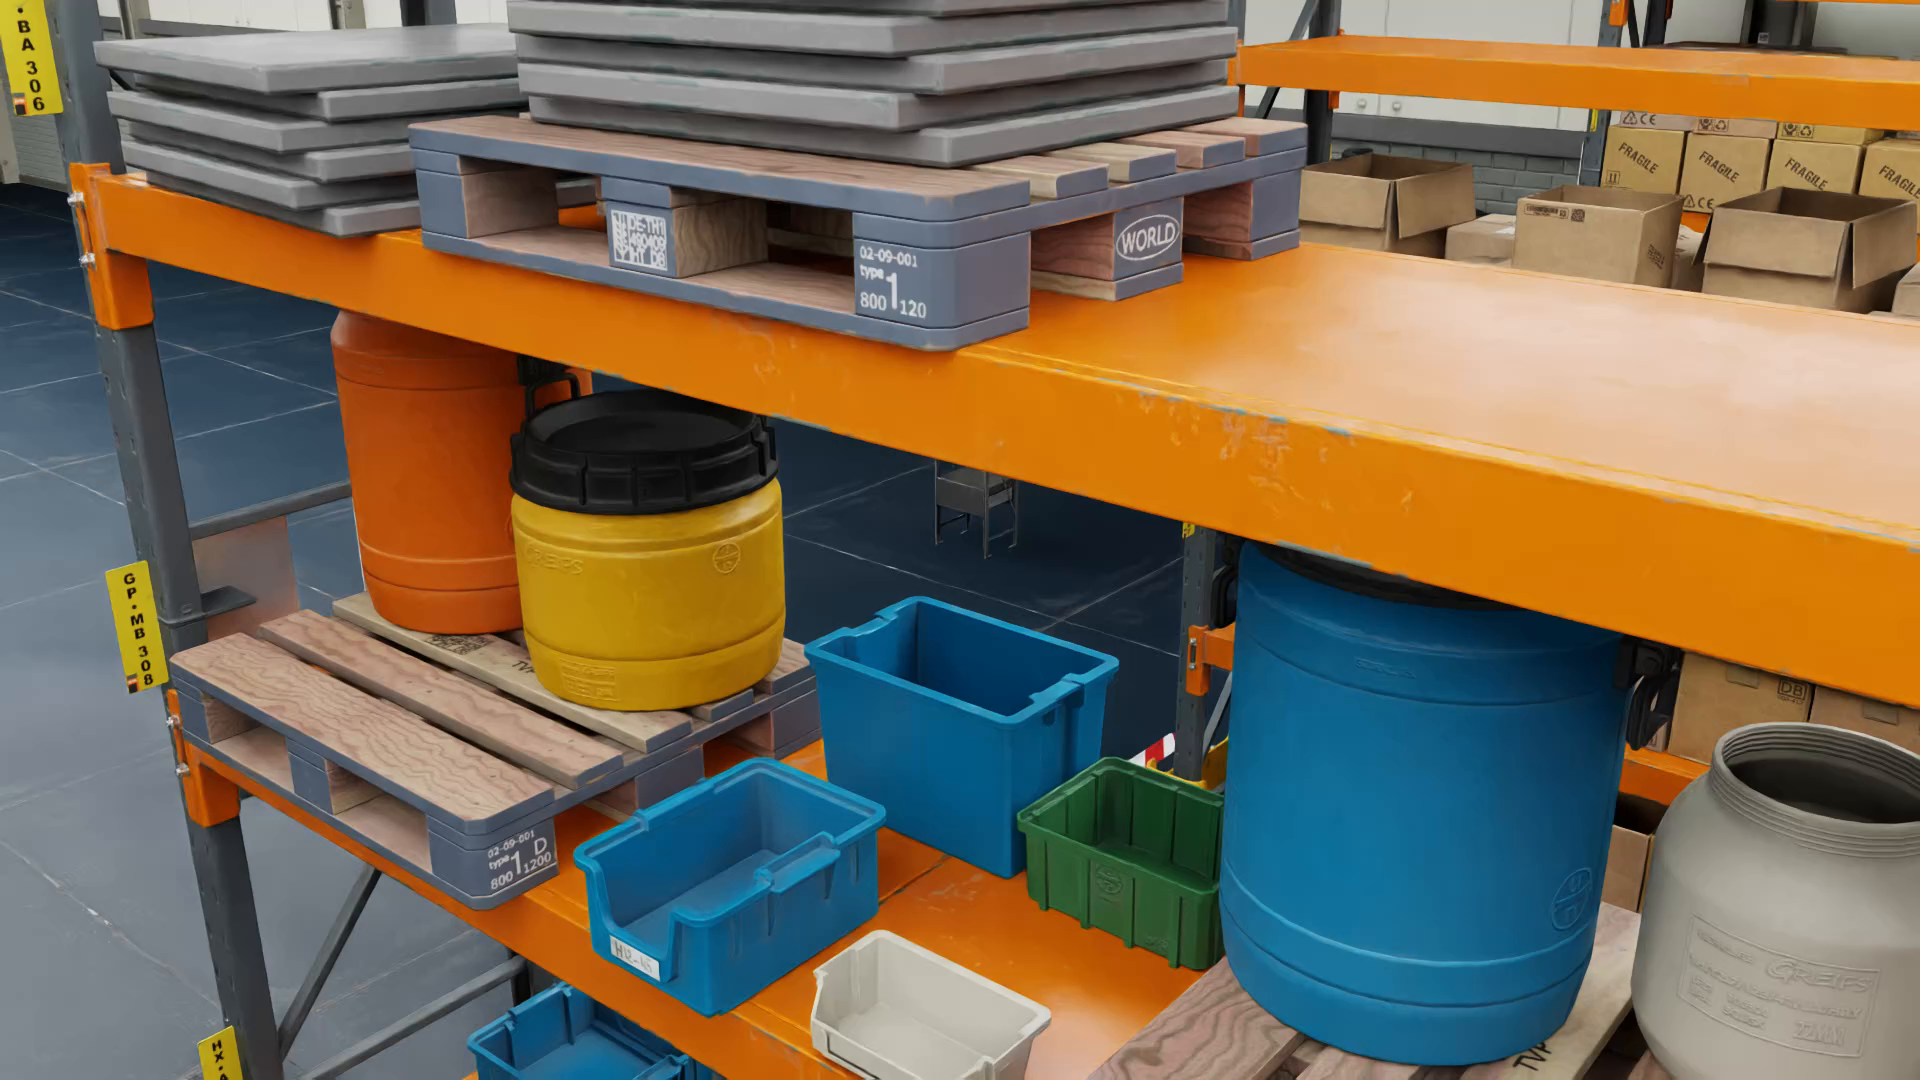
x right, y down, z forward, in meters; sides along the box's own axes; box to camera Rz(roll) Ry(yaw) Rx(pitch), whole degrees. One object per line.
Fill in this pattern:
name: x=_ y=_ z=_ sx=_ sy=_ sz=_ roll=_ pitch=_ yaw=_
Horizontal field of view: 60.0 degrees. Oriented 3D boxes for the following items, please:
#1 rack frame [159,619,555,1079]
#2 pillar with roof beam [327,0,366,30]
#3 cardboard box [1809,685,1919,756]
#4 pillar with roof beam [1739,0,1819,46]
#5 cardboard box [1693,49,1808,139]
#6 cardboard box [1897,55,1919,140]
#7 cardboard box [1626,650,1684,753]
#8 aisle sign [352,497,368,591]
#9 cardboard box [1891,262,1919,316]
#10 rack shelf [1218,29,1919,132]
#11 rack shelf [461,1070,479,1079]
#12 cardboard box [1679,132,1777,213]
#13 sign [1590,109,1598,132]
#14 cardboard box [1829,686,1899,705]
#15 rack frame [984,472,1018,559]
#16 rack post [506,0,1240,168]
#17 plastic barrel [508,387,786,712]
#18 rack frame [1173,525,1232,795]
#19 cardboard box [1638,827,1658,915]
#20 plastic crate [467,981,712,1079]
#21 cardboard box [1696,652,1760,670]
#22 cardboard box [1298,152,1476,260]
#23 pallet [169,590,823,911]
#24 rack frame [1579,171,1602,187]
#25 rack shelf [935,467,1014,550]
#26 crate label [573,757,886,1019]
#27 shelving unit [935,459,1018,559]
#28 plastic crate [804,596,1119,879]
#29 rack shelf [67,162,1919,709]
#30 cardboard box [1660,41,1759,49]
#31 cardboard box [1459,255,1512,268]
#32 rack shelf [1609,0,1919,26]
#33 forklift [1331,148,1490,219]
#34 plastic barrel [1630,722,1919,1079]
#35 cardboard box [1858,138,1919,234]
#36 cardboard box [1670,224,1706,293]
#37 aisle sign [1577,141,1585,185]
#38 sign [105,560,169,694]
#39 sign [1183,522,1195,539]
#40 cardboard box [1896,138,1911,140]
rack frame: x=-1.668 y=1.473 z=5.010 sx=0.127 sy=3.000 sz=1.000 roll=16 pitch=26 yaw=36
pillar with roof beam: x=-10.982 y=-6.961 z=18.875 sx=0.400 sy=9.000 sz=9.100 roll=16 pitch=26 yaw=36
cardboard box: x=3.805 y=0.752 z=6.780 sx=0.500 sy=0.500 sz=0.700 roll=16 pitch=26 yaw=36
pillar with roof beam: x=2.964 y=-2.945 z=8.226 sx=0.400 sy=9.000 sz=9.100 roll=16 pitch=26 yaw=36
cardboard box: x=5.098 y=-2.884 z=10.728 sx=0.500 sy=0.500 sz=0.500 roll=16 pitch=26 yaw=36
cardboard box: x=6.278 y=-2.789 z=10.474 sx=0.500 sy=0.500 sz=0.500 roll=16 pitch=26 yaw=36
cardboard box: x=3.022 y=0.526 z=7.382 sx=0.500 sy=0.500 sz=0.700 roll=17 pitch=27 yaw=38
aisle sign: x=-1.536 y=0.160 z=4.809 sx=0.004 sy=0.787 sz=0.394 roll=16 pitch=26 yaw=36
cardboard box: x=3.924 y=-0.916 z=6.428 sx=0.500 sy=0.311 sz=0.500 roll=14 pitch=25 yaw=33
rack shelf: x=3.016 y=-1.717 z=6.554 sx=4.000 sy=0.370 sz=1.077 roll=16 pitch=26 yaw=36
rack shelf: x=-0.118 y=2.256 z=3.954 sx=4.000 sy=0.370 sz=1.077 roll=16 pitch=26 yaw=36
cardboard box: x=5.091 y=-2.422 z=10.919 sx=0.500 sy=0.500 sz=0.500 roll=18 pitch=27 yaw=40
sign: x=4.253 y=-2.899 z=11.115 sx=0.005 sy=0.325 sz=0.100 roll=16 pitch=26 yaw=36
cardboard box: x=3.621 y=0.488 z=6.561 sx=0.250 sy=0.149 sz=0.380 roll=16 pitch=26 yaw=36
rack frame: x=0.317 y=-0.891 z=12.555 sx=0.015 sy=2.100 sz=0.400 roll=16 pitch=26 yaw=36
rack post: x=-0.147 y=-0.875 z=2.841 sx=0.954 sy=0.300 sz=0.937 roll=15 pitch=26 yaw=35
plastic barrel: x=-0.704 y=0.005 z=3.791 sx=0.600 sy=0.588 sz=0.600 roll=0 pitch=21 yaw=0
rack frame: x=1.467 y=0.120 z=8.599 sx=0.127 sy=3.000 sz=1.000 roll=16 pitch=26 yaw=36
cardboard box: x=3.299 y=1.483 z=7.224 sx=0.500 sy=0.500 sz=0.500 roll=16 pitch=26 yaw=36
plastic crate: x=-1.091 y=1.573 z=4.957 sx=0.616 sy=0.251 sz=0.499 roll=16 pitch=26 yaw=36
cardboard box: x=3.237 y=0.376 z=6.858 sx=0.250 sy=0.149 sz=0.380 roll=17 pitch=27 yaw=38
cardboard box: x=1.910 y=-1.464 z=7.609 sx=0.637 sy=0.503 sz=0.797 roll=18 pitch=27 yaw=40
pallet: x=-1.089 y=0.369 z=3.954 sx=1.213 sy=0.211 sz=1.003 roll=16 pitch=26 yaw=36
rack frame: x=4.596 y=-1.235 z=12.192 sx=0.127 sy=3.000 sz=1.000 roll=16 pitch=26 yaw=36
rack shelf: x=0.128 y=-0.278 z=12.952 sx=0.480 sy=0.518 sz=0.431 roll=16 pitch=26 yaw=36
crate label: x=-0.427 y=0.647 z=3.160 sx=0.408 sy=0.251 sz=0.502 roll=16 pitch=26 yaw=36
shelving unit: x=0.128 y=-0.946 z=12.700 sx=0.503 sy=2.100 sz=0.431 roll=16 pitch=26 yaw=36
plastic crate: x=0.000 y=0.420 z=3.574 sx=0.575 sy=0.384 sz=0.392 roll=16 pitch=26 yaw=36
rack shelf: x=-0.118 y=-0.364 z=2.966 sx=4.000 sy=0.370 sz=1.077 roll=16 pitch=26 yaw=36
cardboard box: x=5.096 y=-3.138 z=11.399 sx=0.500 sy=0.500 sz=0.500 roll=18 pitch=27 yaw=39
cardboard box: x=2.267 y=-1.117 z=7.191 sx=0.250 sy=0.149 sz=0.380 roll=16 pitch=26 yaw=36
rack shelf: x=6.146 y=-3.258 z=10.078 sx=4.000 sy=0.370 sz=1.077 roll=16 pitch=26 yaw=36
forklift: x=3.583 y=-1.579 z=13.202 sx=3.031 sy=2.935 sz=1.130 roll=-3 pitch=21 yaw=-9
plastic barrel: x=1.222 y=0.564 z=2.418 sx=0.421 sy=0.512 sz=0.421 roll=0 pitch=21 yaw=0
cardboard box: x=5.924 y=-2.194 z=10.313 sx=0.500 sy=0.500 sz=0.500 roll=18 pitch=27 yaw=39
cardboard box: x=2.957 y=-1.195 z=7.167 sx=0.500 sy=0.311 sz=0.500 roll=-19 pitch=28 yaw=-40
aisle sign: x=4.351 y=-2.385 z=11.558 sx=0.004 sy=0.787 sz=0.394 roll=16 pitch=26 yaw=36
sign: x=-2.019 y=0.215 z=4.083 sx=0.005 sy=0.325 sz=0.100 roll=16 pitch=26 yaw=36
sign: x=1.111 y=-0.172 z=8.033 sx=0.005 sy=0.325 sz=0.100 roll=16 pitch=26 yaw=36
cardboard box: x=6.289 y=-2.324 z=10.660 sx=0.500 sy=0.500 sz=0.500 roll=18 pitch=27 yaw=40
